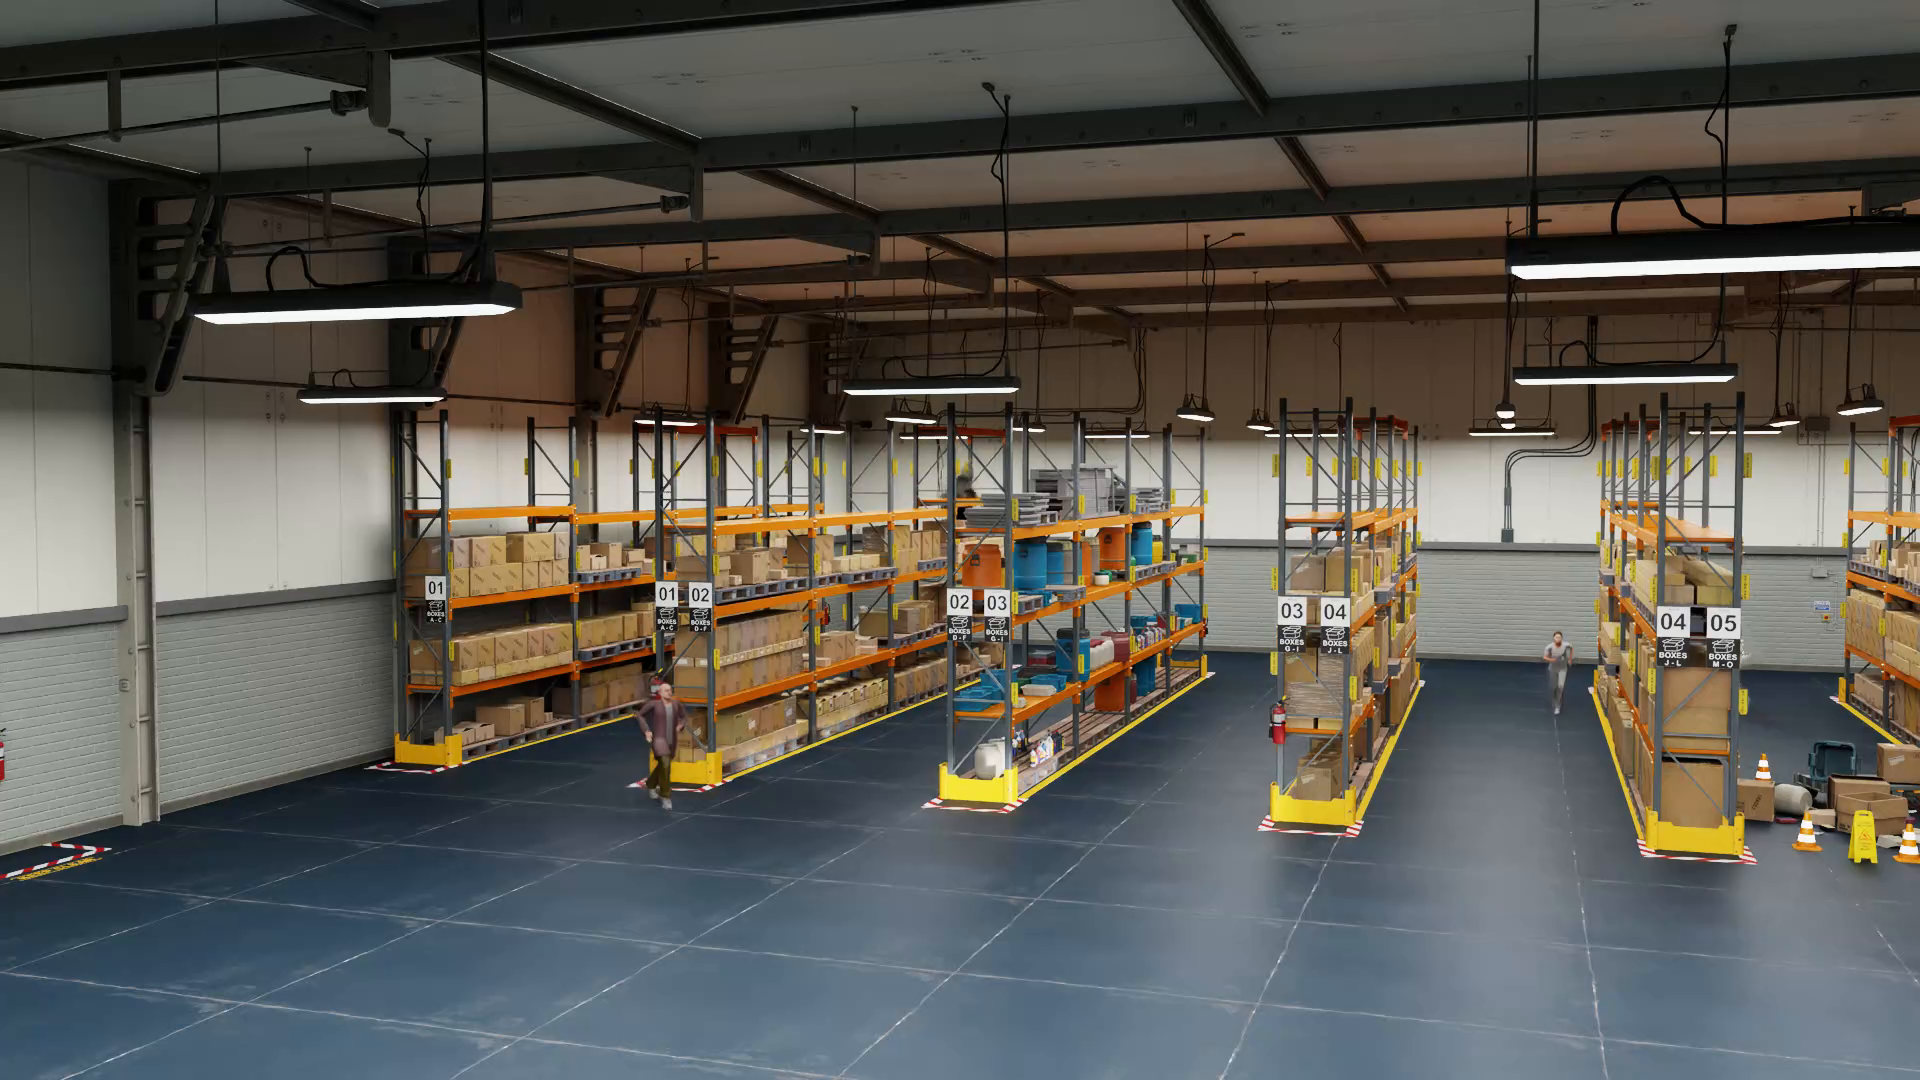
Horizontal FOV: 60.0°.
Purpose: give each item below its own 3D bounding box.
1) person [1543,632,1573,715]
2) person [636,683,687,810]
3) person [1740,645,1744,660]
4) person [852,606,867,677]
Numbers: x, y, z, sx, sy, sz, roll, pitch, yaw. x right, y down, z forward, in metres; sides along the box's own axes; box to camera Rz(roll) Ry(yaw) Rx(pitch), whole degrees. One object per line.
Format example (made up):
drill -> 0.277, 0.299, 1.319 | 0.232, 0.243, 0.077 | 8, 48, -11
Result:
person -> 12.307, 2.725, 34.216 | 0.582, 1.715, 0.902 | 1, 3, 21
person -> -4.430, 3.046, 24.859 | 0.714, 1.831, 0.909 | -2, 3, -44
person -> 16.244, 2.667, 35.161 | 0.599, 1.652, 0.544 | 0, 2, 7
person -> -2.230, 2.307, 37.598 | 0.584, 1.638, 0.629 | 0, 2, 9
